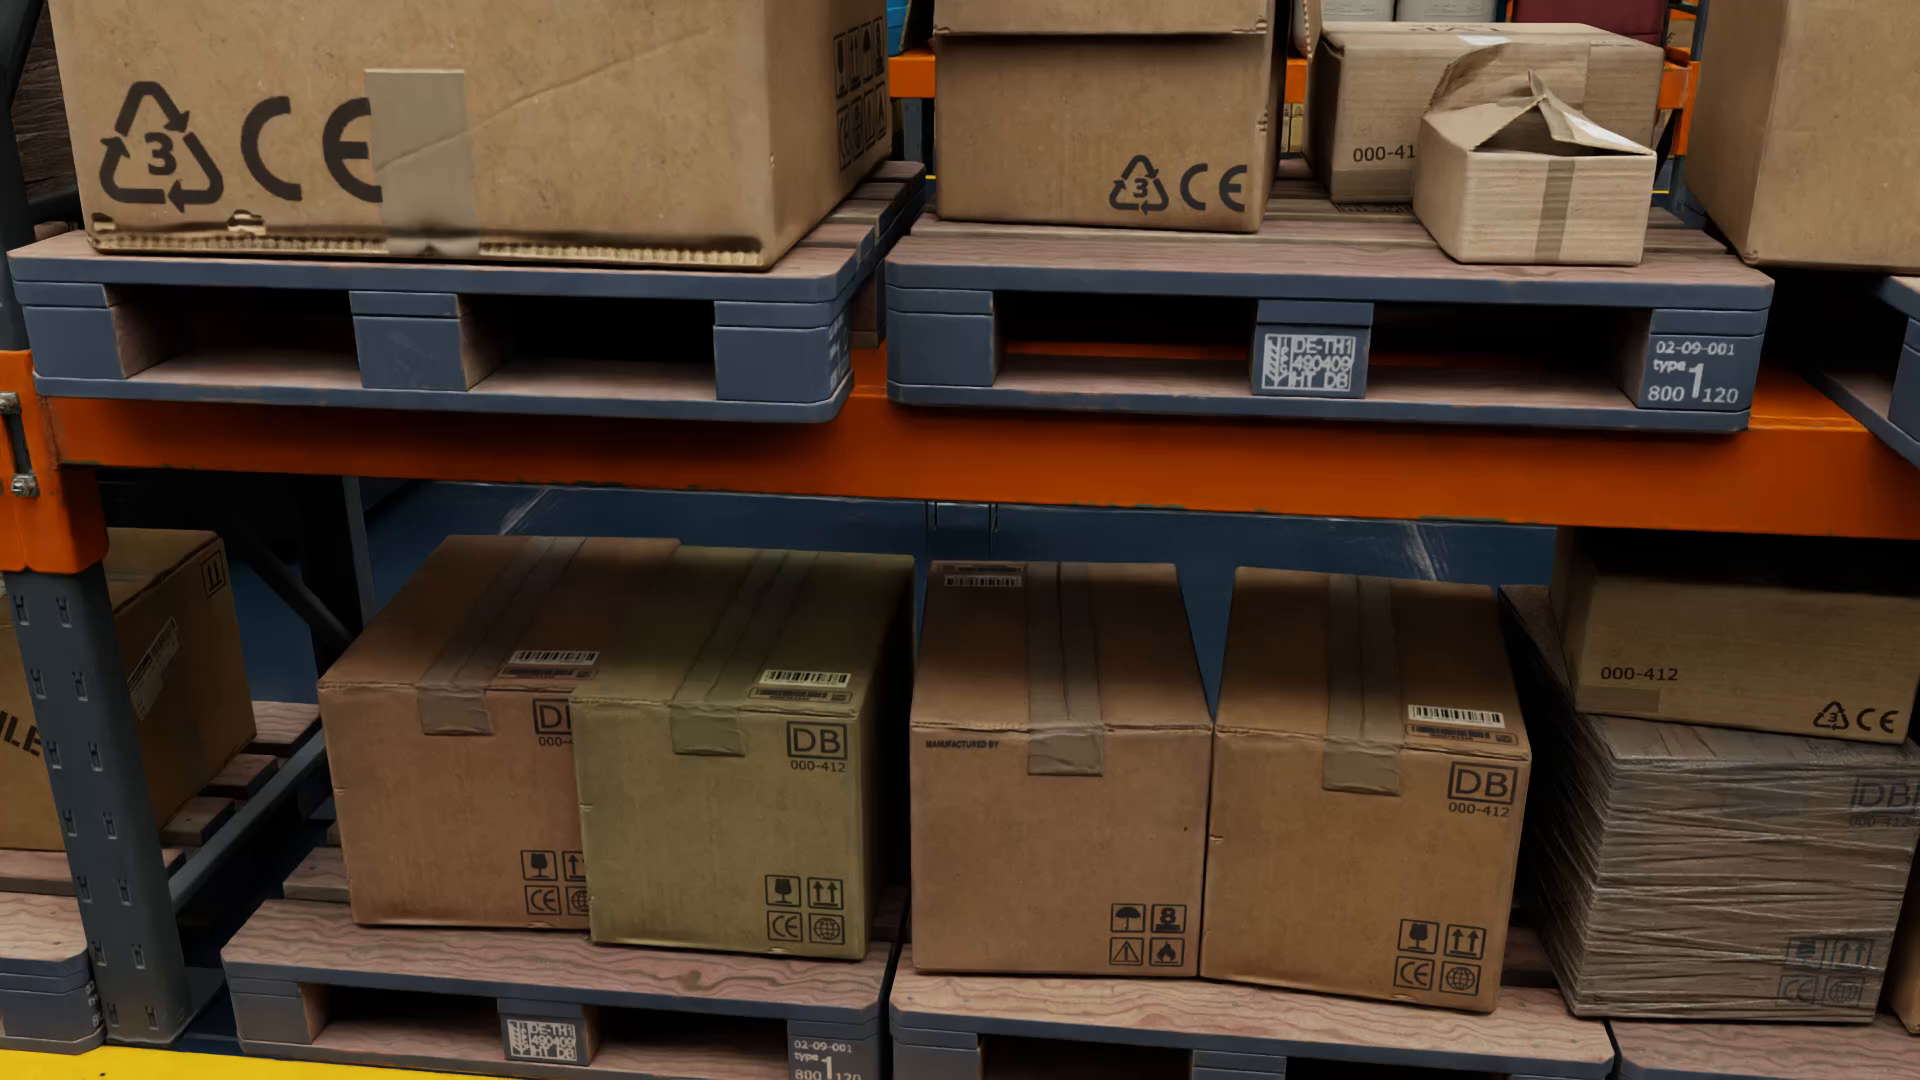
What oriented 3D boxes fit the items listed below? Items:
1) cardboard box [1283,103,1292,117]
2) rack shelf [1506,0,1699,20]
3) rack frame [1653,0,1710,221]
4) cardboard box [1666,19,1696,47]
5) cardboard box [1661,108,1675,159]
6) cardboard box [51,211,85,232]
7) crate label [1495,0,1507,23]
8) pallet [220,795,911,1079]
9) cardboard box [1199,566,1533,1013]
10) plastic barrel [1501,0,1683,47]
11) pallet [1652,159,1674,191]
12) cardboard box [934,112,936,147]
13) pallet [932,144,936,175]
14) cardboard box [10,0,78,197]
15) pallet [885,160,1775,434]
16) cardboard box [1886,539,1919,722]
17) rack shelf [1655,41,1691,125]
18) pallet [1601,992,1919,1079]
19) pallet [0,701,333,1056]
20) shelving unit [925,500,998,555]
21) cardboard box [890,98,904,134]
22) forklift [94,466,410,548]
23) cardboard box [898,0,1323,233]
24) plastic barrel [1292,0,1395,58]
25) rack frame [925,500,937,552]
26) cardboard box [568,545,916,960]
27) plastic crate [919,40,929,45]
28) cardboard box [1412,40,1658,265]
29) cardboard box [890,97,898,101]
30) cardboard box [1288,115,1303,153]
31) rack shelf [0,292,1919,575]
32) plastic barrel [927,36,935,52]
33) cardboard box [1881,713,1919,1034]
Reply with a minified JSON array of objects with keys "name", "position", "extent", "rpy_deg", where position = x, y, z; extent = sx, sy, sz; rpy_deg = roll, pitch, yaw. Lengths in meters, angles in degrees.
[{"name":"cardboard box","position":[2.117,-3.238,11.956],"extent":[0.500,0.311,0.500],"rpy_deg":[2,22,6]},{"name":"rack shelf","position":[5.670,-3.664,11.605],"extent":[4.000,0.370,1.077],"rpy_deg":[2,22,6]},{"name":"rack frame","position":[3.098,-2.276,7.118],"extent":[0.127,3.000,1.000],"rpy_deg":[2,22,6]},{"name":"cardboard box","position":[6.692,-4.934,16.193],"extent":[0.750,0.750,0.750],"rpy_deg":[3,22,8]},{"name":"cardboard box","position":[5.121,-2.959,11.645],"extent":[0.500,0.500,0.500],"rpy_deg":[2,22,6]},{"name":"cardboard box","position":[-1.636,-0.643,3.329],"extent":[0.250,0.149,0.380],"rpy_deg":[2,22,6]},{"name":"crate label","position":[2.143,-2.435,7.470],"extent":[0.616,0.435,0.502],"rpy_deg":[2,22,6]},{"name":"pallet","position":[-0.684,0.689,3.410],"extent":[1.213,0.211,1.003],"rpy_deg":[2,22,6]},{"name":"cardboard box","position":[0.731,0.427,3.082],"extent":[0.500,0.500,0.700],"rpy_deg":[4,22,11]},{"name":"plastic barrel","position":[2.601,-2.249,6.864],"extent":[0.708,0.536,0.600],"rpy_deg":[2,22,6]},{"name":"pallet","position":[4.421,-2.742,12.088],"extent":[1.213,0.211,1.003],"rpy_deg":[2,22,6]},{"name":"cardboard box","position":[0.083,-3.066,12.285],"extent":[0.500,0.250,0.500],"rpy_deg":[2,22,5]},{"name":"pallet","position":[0.448,-2.943,12.598],"extent":[1.213,0.211,1.003],"rpy_deg":[2,22,6]},{"name":"cardboard box","position":[-1.897,-0.868,3.015],"extent":[0.500,0.500,0.875],"rpy_deg":[2,22,6]},{"name":"pallet","position":[0.544,-0.450,2.758],"extent":[1.213,0.211,1.003],"rpy_deg":[2,22,6]},{"name":"cardboard box","position":[1.846,0.123,2.830],"extent":[0.500,0.250,0.500],"rpy_deg":[3,22,8]},{"name":"rack shelf","position":[5.084,-1.855,7.031],"extent":[4.000,0.370,1.077],"rpy_deg":[2,22,6]},{"name":"pallet","position":[1.739,0.794,3.143],"extent":[1.213,0.211,1.003],"rpy_deg":[2,22,6]},{"name":"pallet","position":[-2.129,0.640,3.535],"extent":[1.213,0.211,1.003],"rpy_deg":[2,22,6]},{"name":"shelving unit","position":[0.008,-0.418,5.273],"extent":[0.210,0.900,0.258],"rpy_deg":[2,22,6]},{"name":"cardboard box","position":[-0.713,-3.305,12.889],"extent":[0.500,0.250,0.500],"rpy_deg":[2,22,6]},{"name":"forklift","position":[-3.421,-1.558,5.394],"extent":[3.031,2.935,1.130],"rpy_deg":[3,22,8]},{"name":"cardboard box","position":[0.275,-0.843,2.781],"extent":[0.637,0.503,0.797],"rpy_deg":[5,22,12]},{"name":"plastic barrel","position":[1.633,-2.313,7.059],"extent":[0.421,0.512,0.421],"rpy_deg":[0,22,0]},{"name":"rack frame","position":[-0.093,-0.423,5.285],"extent":[0.006,0.900,0.240],"rpy_deg":[2,22,6]},{"name":"cardboard box","position":[-0.379,0.379,3.204],"extent":[0.500,0.500,0.700],"rpy_deg":[2,22,6]},{"name":"plastic crate","position":[-0.358,-2.570,7.774],"extent":[0.583,0.464,0.402],"rpy_deg":[2,22,6]},{"name":"cardboard box","position":[0.827,-0.574,2.424],"extent":[0.258,0.266,0.396],"rpy_deg":[2,22,5]},{"name":"cardboard box","position":[-0.712,-3.657,12.760],"extent":[0.500,0.500,0.500],"rpy_deg":[2,22,6]},{"name":"cardboard box","position":[2.621,-2.956,12.006],"extent":[0.500,0.250,0.500],"rpy_deg":[2,22,6]},{"name":"rack shelf","position":[0.529,-0.220,2.895],"extent":[4.000,0.370,1.077],"rpy_deg":[2,22,6]},{"name":"plastic barrel","position":[0.050,-2.391,7.223],"extent":[0.433,0.535,0.433],"rpy_deg":[0,22,0]},{"name":"cardboard box","position":[1.847,0.468,2.977],"extent":[0.500,0.500,0.700],"rpy_deg":[1,22,3]}]
